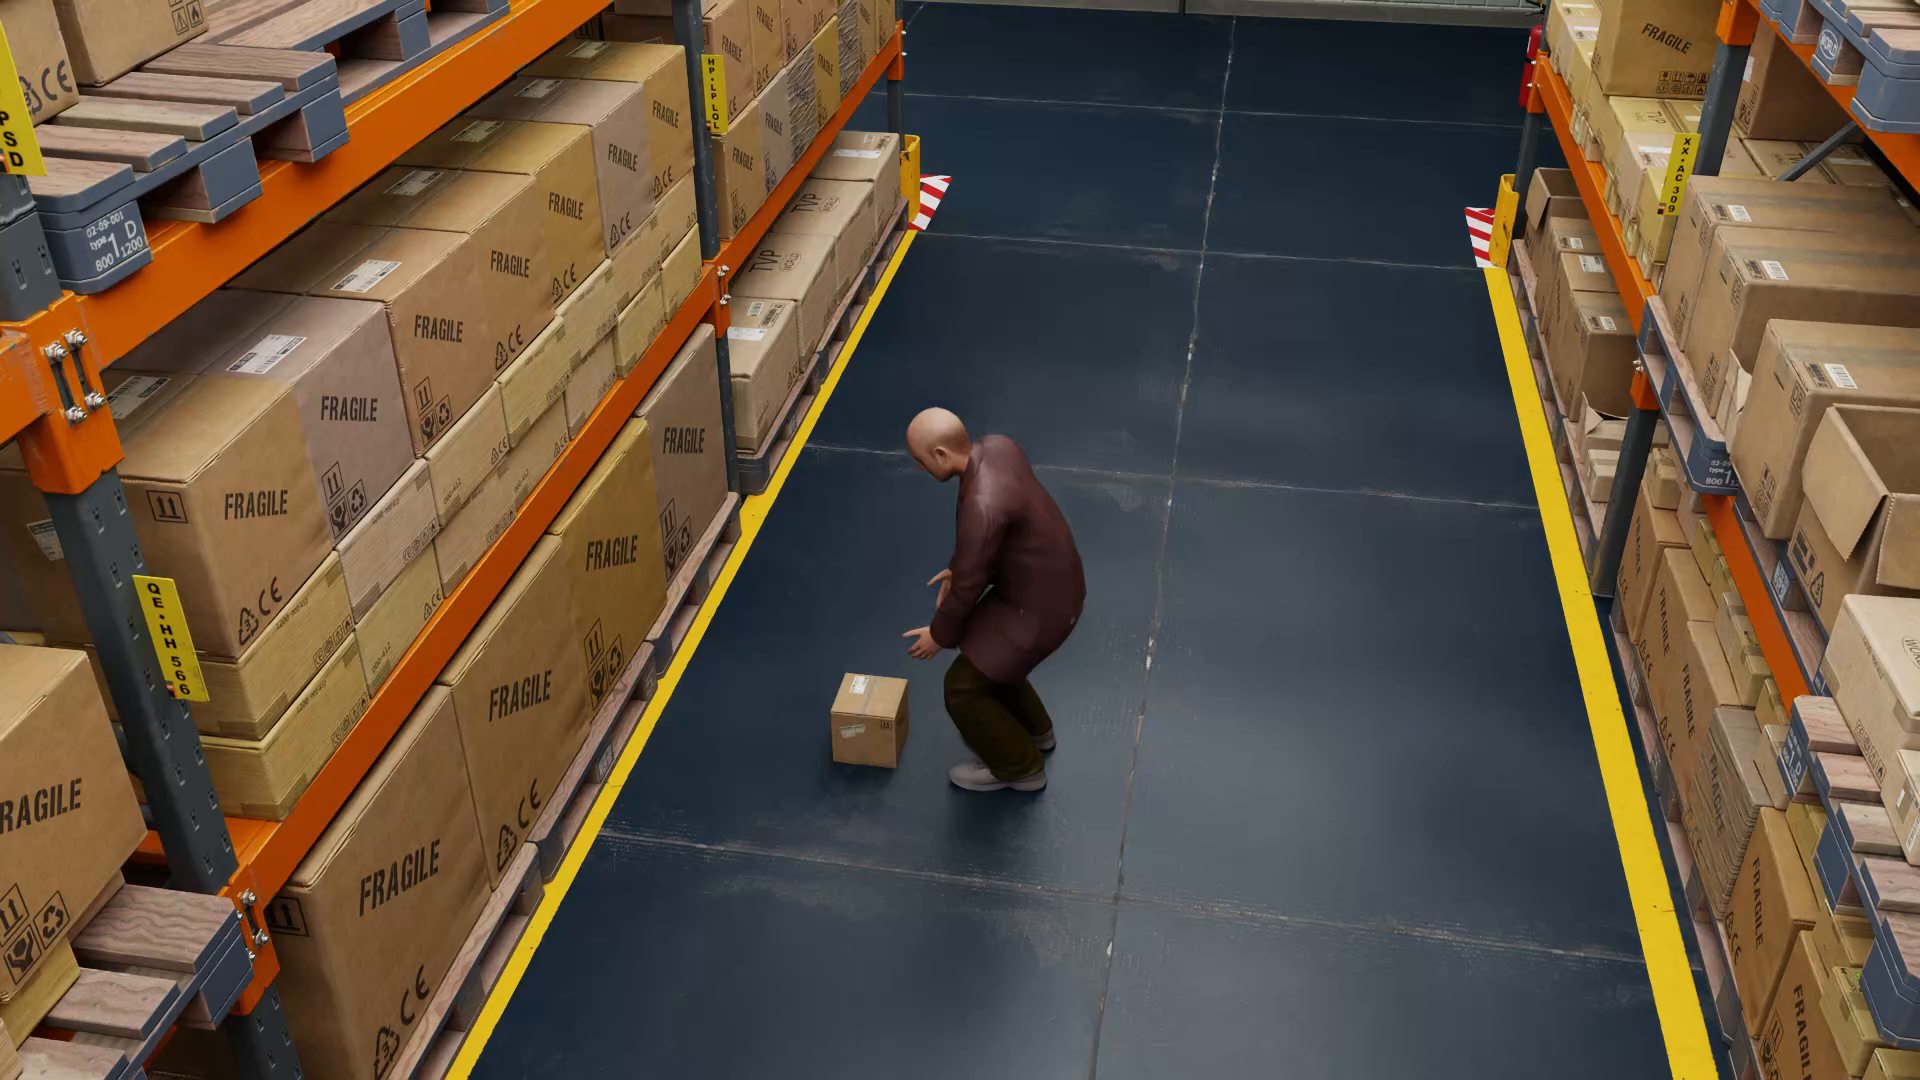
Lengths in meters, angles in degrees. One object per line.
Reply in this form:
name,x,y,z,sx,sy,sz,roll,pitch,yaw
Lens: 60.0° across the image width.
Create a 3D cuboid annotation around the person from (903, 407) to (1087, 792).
person,0.132,0.283,6.060,0.636,1.401,0.627,5,32,9
